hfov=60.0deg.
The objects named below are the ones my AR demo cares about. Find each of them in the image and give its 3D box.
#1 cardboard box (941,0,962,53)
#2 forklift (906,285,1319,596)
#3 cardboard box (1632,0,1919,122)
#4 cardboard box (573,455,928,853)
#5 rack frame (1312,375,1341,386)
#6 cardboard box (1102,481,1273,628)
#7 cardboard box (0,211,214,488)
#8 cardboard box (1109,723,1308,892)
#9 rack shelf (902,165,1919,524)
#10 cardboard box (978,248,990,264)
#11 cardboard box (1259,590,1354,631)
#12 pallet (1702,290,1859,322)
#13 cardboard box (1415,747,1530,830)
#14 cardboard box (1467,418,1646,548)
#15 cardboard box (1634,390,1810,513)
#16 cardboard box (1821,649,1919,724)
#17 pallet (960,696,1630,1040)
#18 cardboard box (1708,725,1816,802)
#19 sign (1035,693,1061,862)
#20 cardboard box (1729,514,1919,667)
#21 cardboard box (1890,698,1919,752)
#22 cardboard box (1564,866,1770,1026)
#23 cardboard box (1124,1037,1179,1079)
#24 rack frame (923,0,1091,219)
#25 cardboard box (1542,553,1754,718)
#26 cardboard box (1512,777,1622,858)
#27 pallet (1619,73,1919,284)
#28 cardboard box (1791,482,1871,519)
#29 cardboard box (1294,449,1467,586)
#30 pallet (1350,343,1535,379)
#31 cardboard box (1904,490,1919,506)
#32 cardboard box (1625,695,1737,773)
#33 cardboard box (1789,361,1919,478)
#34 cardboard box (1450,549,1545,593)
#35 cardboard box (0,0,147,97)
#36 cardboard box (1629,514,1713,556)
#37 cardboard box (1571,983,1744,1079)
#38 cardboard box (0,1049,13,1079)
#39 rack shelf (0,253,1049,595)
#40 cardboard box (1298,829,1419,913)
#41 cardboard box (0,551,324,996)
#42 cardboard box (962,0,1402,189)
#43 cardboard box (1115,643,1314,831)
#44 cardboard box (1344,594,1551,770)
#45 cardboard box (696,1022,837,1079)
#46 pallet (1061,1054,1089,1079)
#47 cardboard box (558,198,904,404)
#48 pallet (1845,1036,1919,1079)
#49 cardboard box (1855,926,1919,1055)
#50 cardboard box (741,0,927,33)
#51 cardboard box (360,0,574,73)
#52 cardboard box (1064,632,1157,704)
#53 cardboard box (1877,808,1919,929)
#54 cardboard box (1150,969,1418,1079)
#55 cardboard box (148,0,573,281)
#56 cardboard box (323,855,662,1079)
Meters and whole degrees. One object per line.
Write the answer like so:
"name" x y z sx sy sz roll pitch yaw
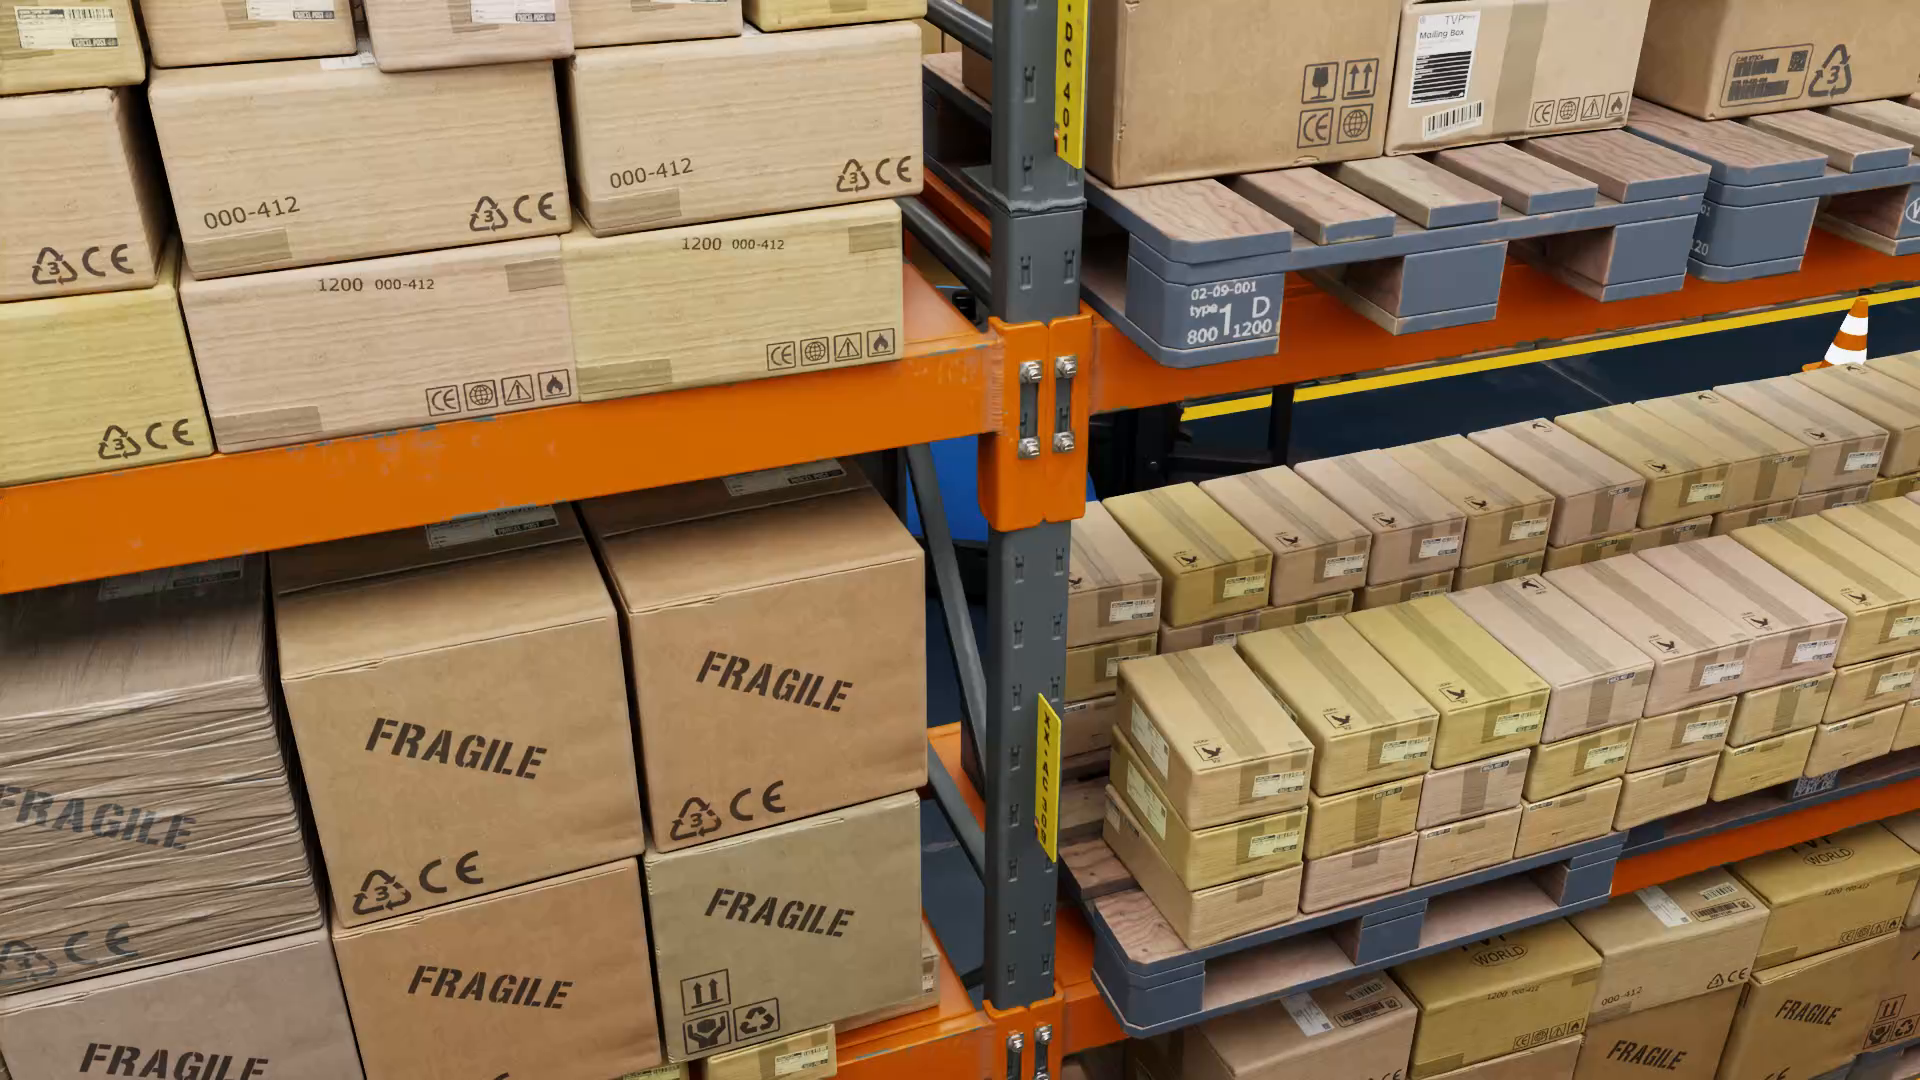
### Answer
"cardboard box" 0.076 -2.412 7.842 0.500 0.500 0.500 -11 31 -18
"forklift" 1.114 -1.164 6.832 3.031 2.935 1.130 5 30 9
"cardboard box" 1.457 -1.170 3.215 0.637 0.503 0.797 -11 31 -18
"cardboard box" -0.383 0.166 3.017 0.500 0.500 0.500 -12 32 -19
"rack frame" 1.892 -2.403 8.938 0.127 3.000 1.000 -10 31 -18
"cardboard box" 0.523 0.028 3.900 0.250 0.149 0.380 -11 32 -19
"cardboard box" -1.350 -0.293 2.356 0.500 0.250 0.500 -11 31 -18
"cardboard box" 0.493 0.509 3.355 0.250 0.149 0.380 -10 31 -17
"rack shelf" 1.838 -0.770 3.767 4.000 0.370 1.077 -10 31 -18
"cardboard box" 0.378 -1.430 8.952 0.875 0.875 0.875 -10 31 -17
"cardboard box" 0.748 0.116 4.046 0.250 0.149 0.380 -9 31 -15
"pallet" 4.911 -1.747 10.603 1.213 0.211 1.003 -10 31 -18
"cardboard box" 0.977 0.419 3.514 0.250 0.149 0.380 -10 31 -16
"cardboard box" 1.494 -0.150 4.212 0.250 0.149 0.380 -12 32 -20
"cardboard box" 1.981 -0.239 4.367 0.250 0.149 0.380 -9 31 -16
"cardboard box" 1.958 0.238 3.831 0.250 0.149 0.380 -11 31 -19
"pallet" 0.731 0.585 3.887 1.213 0.211 1.003 -10 31 -18
"cardboard box" 1.715 0.410 3.829 0.250 0.149 0.380 -11 31 -19
"sign" 0.160 0.441 3.072 0.005 0.325 0.100 -10 31 -18
"cardboard box" 1.956 0.108 3.759 0.250 0.149 0.380 -9 31 -16
"cardboard box" 2.206 0.320 3.988 0.250 0.149 0.380 -9 31 -16
"cardboard box" 1.726 0.960 4.378 0.500 0.250 0.500 -9 31 -16
"cardboard box" 0.749 1.465 4.249 0.500 0.500 0.500 -9 31 -16
"rack frame" -0.036 -2.040 2.241 0.127 3.000 1.000 -10 31 -18
"cardboard box" 1.468 0.199 3.598 0.250 0.149 0.380 -11 31 -18
"cardboard box" 1.222 0.504 3.666 0.250 0.149 0.380 -10 31 -17
"pallet" 1.550 -0.893 3.447 1.003 0.211 1.213 -10 31 -18
"cardboard box" 2.217 -0.155 4.521 0.250 0.149 0.380 -10 31 -18
"cardboard box" 1.012 -0.061 4.056 0.250 0.149 0.380 -11 31 -18
"pallet" 2.625 -1.326 9.864 1.213 0.211 1.003 -10 31 -18
"cardboard box" 2.454 0.015 3.921 0.250 0.149 0.380 -10 31 -18
"cardboard box" 1.473 0.326 3.677 0.250 0.149 0.380 -9 31 -16
"cardboard box" 2.481 -0.333 4.533 0.250 0.149 0.380 -12 32 -20
"cardboard box" 1.247 0.022 4.210 0.250 0.149 0.380 -12 32 -20
"cardboard box" -1.209 -0.698 2.158 0.250 0.149 0.380 -12 32 -20
"cardboard box" 1.731 -0.065 4.363 0.250 0.149 0.380 -9 31 -16
"cardboard box" 1.730 1.277 4.580 0.500 0.500 0.500 -10 31 -17
"cardboard box" -1.836 0.861 2.807 0.500 0.500 0.500 -11 32 -19
"rack shelf" -1.911 -0.079 2.556 4.000 0.370 1.077 -10 31 -18
"cardboard box" 0.751 0.588 3.518 0.250 0.149 0.380 -10 31 -17
"cardboard box" -1.350 0.339 2.713 0.500 0.500 0.500 -10 31 -16
"cardboard box" 0.357 -0.977 2.880 0.500 0.500 0.700 -10 31 -18
"cardboard box" 0.493 0.380 3.282 0.250 0.149 0.380 -9 31 -15
"cardboard box" 0.993 0.286 3.447 0.250 0.149 0.380 -10 31 -17
"cardboard box" -0.426 0.928 3.344 0.250 0.149 0.380 -11 32 -19
"pallet" 0.693 1.643 4.653 1.213 0.211 1.003 -10 31 -18
"cardboard box" -0.402 -0.462 2.652 0.500 0.250 0.500 -10 31 -16
"pallet" 2.980 1.222 5.393 1.213 0.211 1.003 -10 31 -18
"cardboard box" 2.699 1.102 4.886 0.500 0.500 0.500 -9 31 -16
"cardboard box" -0.234 -0.881 2.480 0.250 0.149 0.380 -12 32 -20
"cardboard box" -0.693 -0.769 2.284 0.250 0.149 0.380 -10 31 -18
"cardboard box" 0.268 0.203 3.892 0.250 0.149 0.380 -9 31 -16
"cardboard box" 2.693 0.785 4.684 0.500 0.250 0.500 -10 31 -17
"cardboard box" 0.748 1.139 4.064 0.500 0.250 0.500 -12 32 -20
"cardboard box" -0.872 -0.607 2.402 0.500 0.250 0.500 -12 32 -20
"cardboard box" -0.878 0.697 3.095 0.500 0.500 0.500 -11 32 -19
